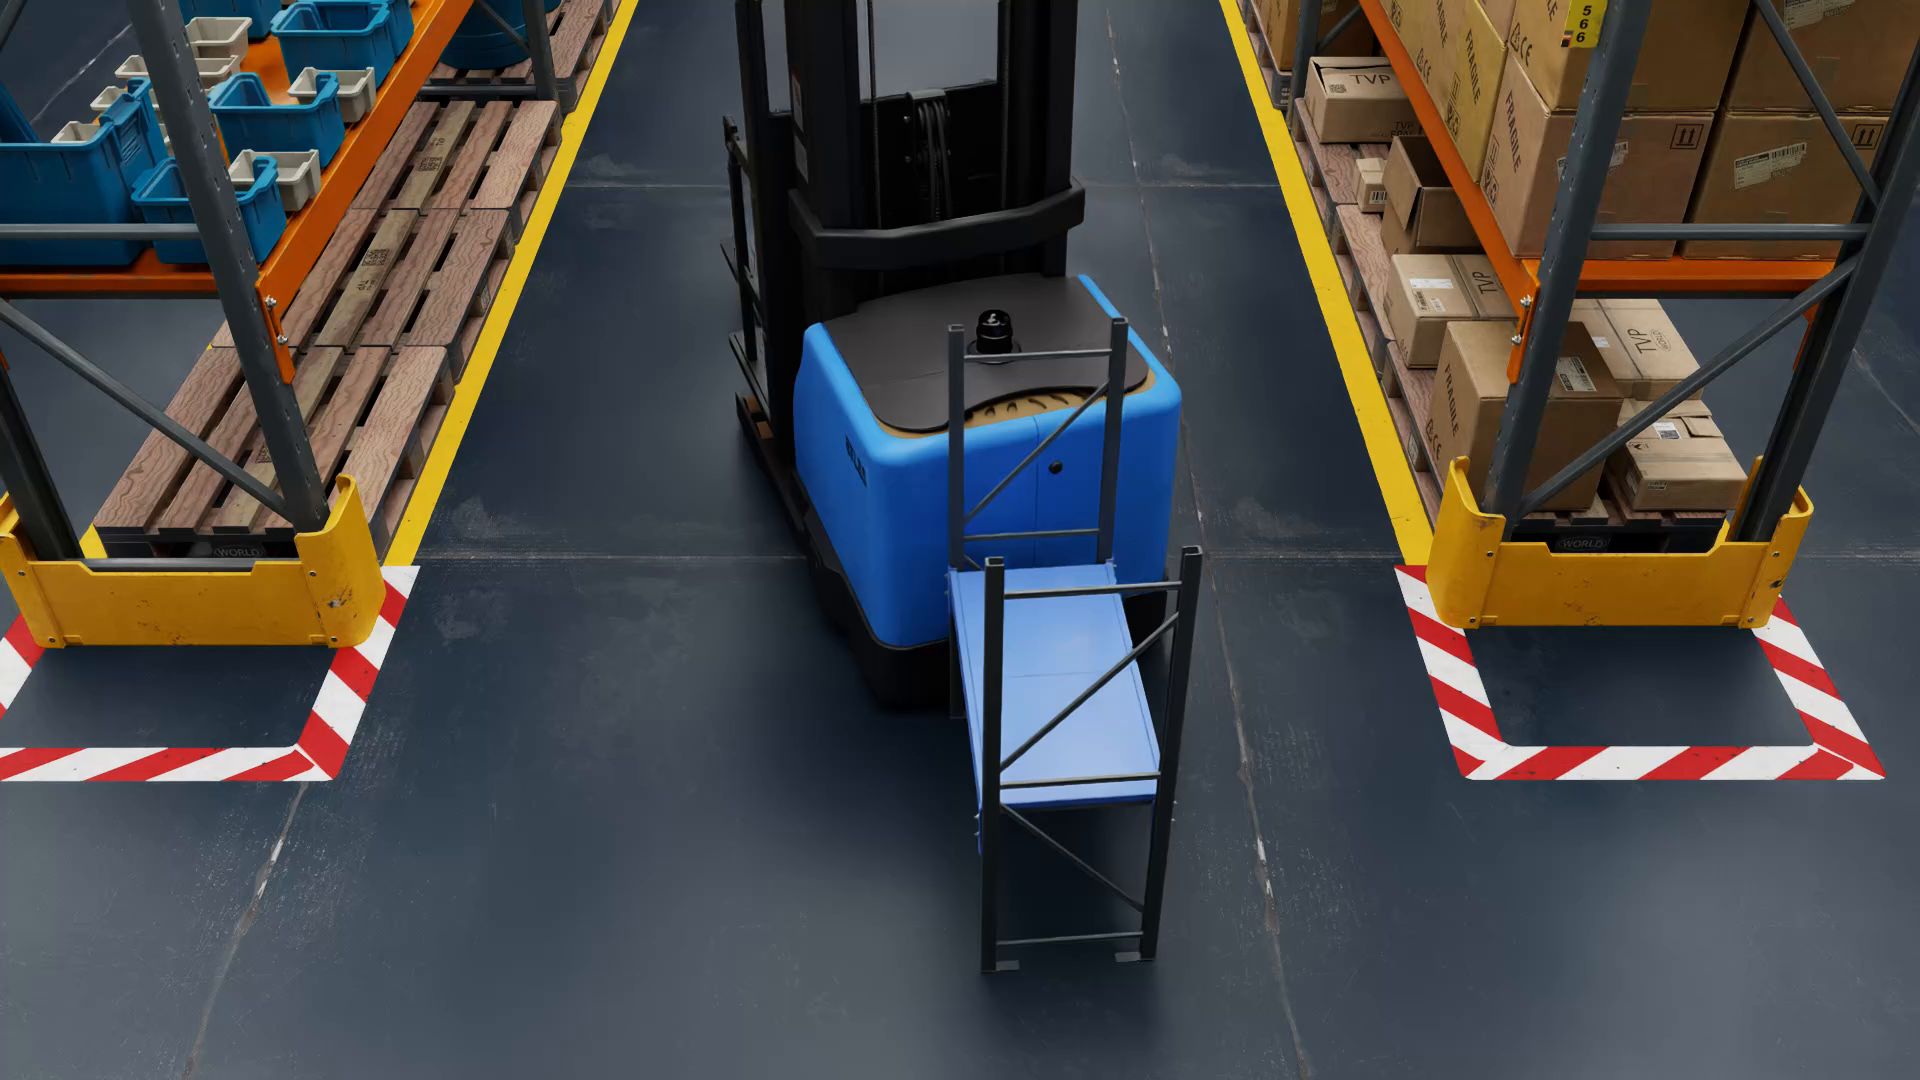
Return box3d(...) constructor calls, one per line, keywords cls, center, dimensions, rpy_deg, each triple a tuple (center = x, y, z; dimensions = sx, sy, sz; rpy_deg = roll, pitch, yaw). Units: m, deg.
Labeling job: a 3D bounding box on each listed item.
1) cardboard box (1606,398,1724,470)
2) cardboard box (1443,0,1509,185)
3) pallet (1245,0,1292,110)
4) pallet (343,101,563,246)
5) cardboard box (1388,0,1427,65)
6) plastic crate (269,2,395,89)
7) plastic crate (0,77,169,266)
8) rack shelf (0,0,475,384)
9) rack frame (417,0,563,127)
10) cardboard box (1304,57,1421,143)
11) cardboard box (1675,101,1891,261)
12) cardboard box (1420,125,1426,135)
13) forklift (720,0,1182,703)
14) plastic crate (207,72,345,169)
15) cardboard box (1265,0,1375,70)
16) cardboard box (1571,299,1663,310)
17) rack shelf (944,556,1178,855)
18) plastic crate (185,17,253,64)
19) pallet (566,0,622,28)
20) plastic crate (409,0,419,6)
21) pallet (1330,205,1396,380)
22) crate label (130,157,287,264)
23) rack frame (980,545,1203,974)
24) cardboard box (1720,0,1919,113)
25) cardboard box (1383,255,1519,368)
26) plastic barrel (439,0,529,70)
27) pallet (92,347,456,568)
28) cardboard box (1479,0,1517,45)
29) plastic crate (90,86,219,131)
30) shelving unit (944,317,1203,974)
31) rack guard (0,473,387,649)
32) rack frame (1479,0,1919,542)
box3d(cls="cardboard box", center=(2.628, -0.403, 6.268), dimensions=(0.380, 0.166, 0.250), rpy_deg=(0, 39, 0))
box3d(cls="cardboard box", center=(2.009, -1.562, 5.721), dimensions=(0.500, 0.500, 0.500), rpy_deg=(0, 39, 0))
box3d(cls="pallet", center=(2.242, -2.841, 9.626), dimensions=(1.003, 0.211, 1.213), rpy_deg=(0, 39, 0))
box3d(cls="pallet", center=(-2.633, -1.871, 8.416), dimensions=(1.003, 0.211, 1.213), rpy_deg=(0, 39, 0))
box3d(cls="cardboard box", center=(2.013, -2.189, 6.503), dimensions=(0.500, 0.500, 0.500), rpy_deg=(-1, 39, -1))
box3d(cls="plastic crate", center=(-2.341, -1.854, 6.250), dimensions=(0.416, 0.233, 0.300), rpy_deg=(0, 39, 0))
box3d(cls="plastic crate", center=(-2.855, -1.164, 5.228), dimensions=(0.616, 0.435, 0.499), rpy_deg=(0, 39, 0))
box3d(cls="rack shelf", center=(-2.670, -1.888, 6.782), dimensions=(1.077, 0.370, 4.000), rpy_deg=(0, 39, 0))
box3d(cls="rack frame", center=(-2.673, -3.419, 8.118), dimensions=(1.000, 3.000, 0.127), rpy_deg=(0, 39, 0))
box3d(cls="cardboard box", center=(2.065, -2.280, 8.495), dimensions=(0.500, 0.311, 0.500), rpy_deg=(0, 39, 0))
box3d(cls="cardboard box", center=(2.548, -1.235, 5.313), dimensions=(0.500, 0.500, 0.500), rpy_deg=(1, 39, 1))
box3d(cls="cardboard box", center=(2.565, -2.260, 8.319), dimensions=(0.500, 0.500, 0.500), rpy_deg=(0, 39, 0))
box3d(cls="forklift", center=(-0.268, -1.533, 5.819), dimensions=(1.130, 2.935, 3.031), rpy_deg=(-13, 40, -15))
box3d(cls="plastic crate", center=(-2.340, -1.442, 5.737), dimensions=(0.416, 0.233, 0.300), rpy_deg=(0, 39, 0))
box3d(cls="cardboard box", center=(1.994, -2.925, 9.148), dimensions=(0.500, 0.500, 0.500), rpy_deg=(0, 39, 0))
box3d(cls="cardboard box", center=(2.567, -0.983, 6.925), dimensions=(0.500, 0.250, 0.500), rpy_deg=(0, 39, 0))
box3d(cls="rack shelf", center=(0.262, 0.445, 4.783), dimensions=(0.538, 0.185, 1.000), rpy_deg=(-3, 39, -4))
box3d(cls="plastic crate", center=(-2.880, -1.888, 6.371), dimensions=(0.298, 0.136, 0.250), rpy_deg=(0, 39, 0))
box3d(cls="pallet", center=(-2.636, -3.578, 10.546), dimensions=(1.003, 0.211, 1.213), rpy_deg=(0, 39, 0))
box3d(cls="plastic crate", center=(-2.370, -2.251, 6.823), dimensions=(0.293, 0.136, 0.466), rpy_deg=(0, 39, 0))
box3d(cls="pallet", center=(2.285, -1.138, 7.501), dimensions=(1.003, 0.211, 1.213), rpy_deg=(0, 39, 0))
box3d(cls="crate label", center=(-2.339, -1.030, 5.223), dimensions=(0.416, 0.233, 0.303), rpy_deg=(0, 39, 0))
box3d(cls="rack frame", center=(0.307, 0.621, 4.275), dimensions=(0.500, 1.500, 0.032), rpy_deg=(-3, 39, -4))
box3d(cls="cardboard box", center=(2.548, -1.626, 5.000), dimensions=(0.500, 0.500, 0.500), rpy_deg=(1, 39, 1))
box3d(cls="cardboard box", center=(2.067, -0.951, 6.886), dimensions=(0.500, 0.250, 0.500), rpy_deg=(0, 39, 0))
box3d(cls="plastic barrel", center=(-2.656, -3.104, 9.067), dimensions=(0.600, 0.901, 0.708), rpy_deg=(0, 39, 0))
box3d(cls="pallet", center=(-2.630, -0.345, 6.512), dimensions=(1.003, 0.211, 1.213), rpy_deg=(0, 39, 0))
box3d(cls="cardboard box", center=(2.008, -1.942, 5.395), dimensions=(0.500, 0.500, 0.500), rpy_deg=(1, 39, 1))
box3d(cls="plastic crate", center=(-2.836, -1.529, 5.922), dimensions=(0.396, 0.136, 0.243), rpy_deg=(0, 39, 0))
box3d(cls="shelving unit", center=(0.262, 0.305, 4.671), dimensions=(0.538, 1.500, 1.048), rpy_deg=(-3, 39, -4))
box3d(cls="rack guard", center=(-2.655, 0.073, 5.759), dimensions=(1.175, 0.500, 0.348), rpy_deg=(0, 39, 0))
box3d(cls="rack frame", center=(2.285, -0.919, 4.998), dimensions=(1.000, 3.000, 0.127), rpy_deg=(0, 39, 0))
